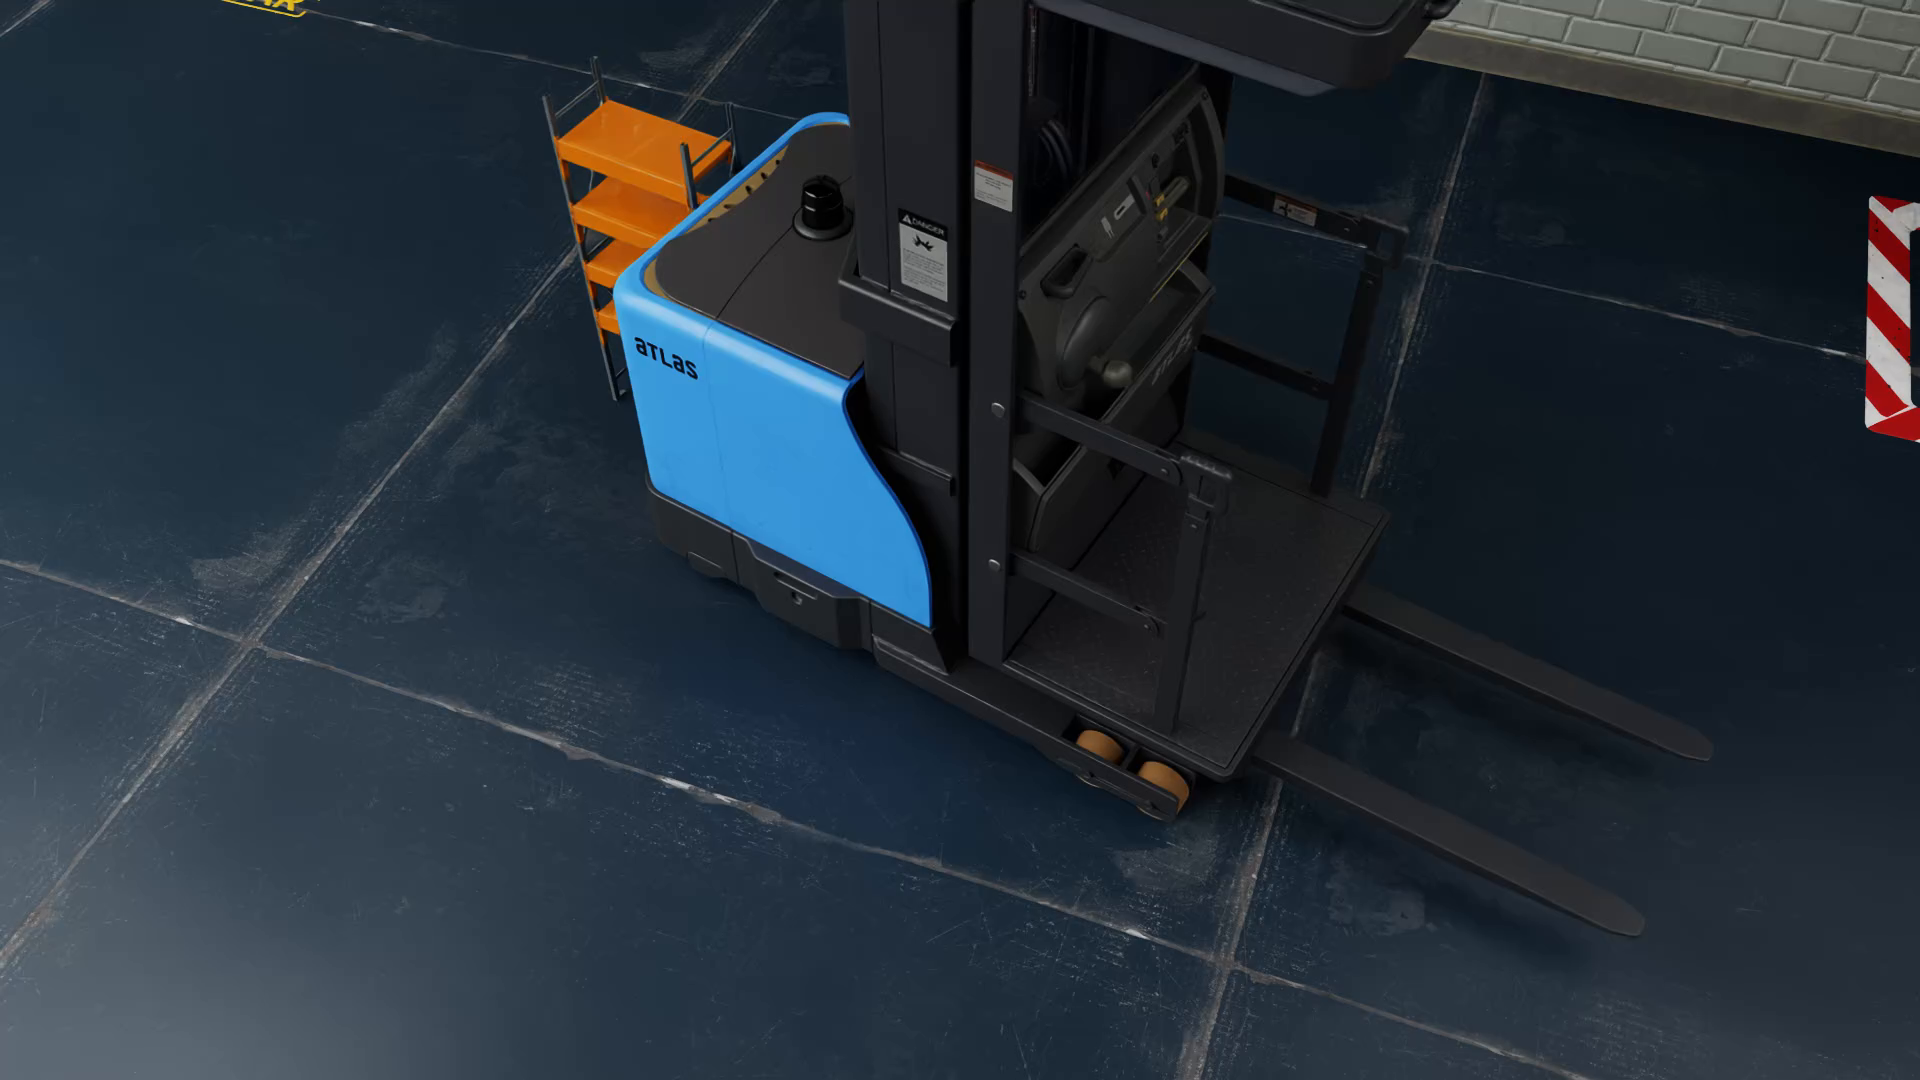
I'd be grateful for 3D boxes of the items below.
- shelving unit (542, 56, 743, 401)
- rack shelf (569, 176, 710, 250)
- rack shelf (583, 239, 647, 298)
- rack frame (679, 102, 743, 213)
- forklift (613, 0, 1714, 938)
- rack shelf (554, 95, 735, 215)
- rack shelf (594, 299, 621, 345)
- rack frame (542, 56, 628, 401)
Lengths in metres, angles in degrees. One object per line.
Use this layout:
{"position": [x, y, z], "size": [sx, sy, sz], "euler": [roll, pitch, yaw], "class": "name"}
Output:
{"position": [-0.912, -0.860, 5.196], "size": [0.503, 1.200, 0.258], "euler": [23, 53, 20], "class": "shelving unit"}
{"position": [-0.914, -0.963, 5.078], "size": [0.480, 0.148, 0.258], "euler": [23, 53, 20], "class": "rack shelf"}
{"position": [-0.911, -0.815, 5.246], "size": [0.480, 0.148, 0.258], "euler": [23, 53, 20], "class": "rack shelf"}
{"position": [-0.701, -0.770, 5.112], "size": [0.015, 1.200, 0.240], "euler": [23, 53, 20], "class": "rack frame"}
{"position": [0.572, -0.655, 3.878], "size": [3.031, 2.935, 1.130], "euler": [25, 54, 20], "class": "forklift"}
{"position": [-0.918, -1.120, 4.901], "size": [0.480, 0.148, 0.258], "euler": [23, 53, 20], "class": "rack shelf"}
{"position": [-0.908, -0.684, 5.395], "size": [0.480, 0.148, 0.258], "euler": [23, 53, 20], "class": "rack shelf"}
{"position": [-1.123, -0.950, 5.279], "size": [0.015, 1.200, 0.240], "euler": [23, 53, 20], "class": "rack frame"}
